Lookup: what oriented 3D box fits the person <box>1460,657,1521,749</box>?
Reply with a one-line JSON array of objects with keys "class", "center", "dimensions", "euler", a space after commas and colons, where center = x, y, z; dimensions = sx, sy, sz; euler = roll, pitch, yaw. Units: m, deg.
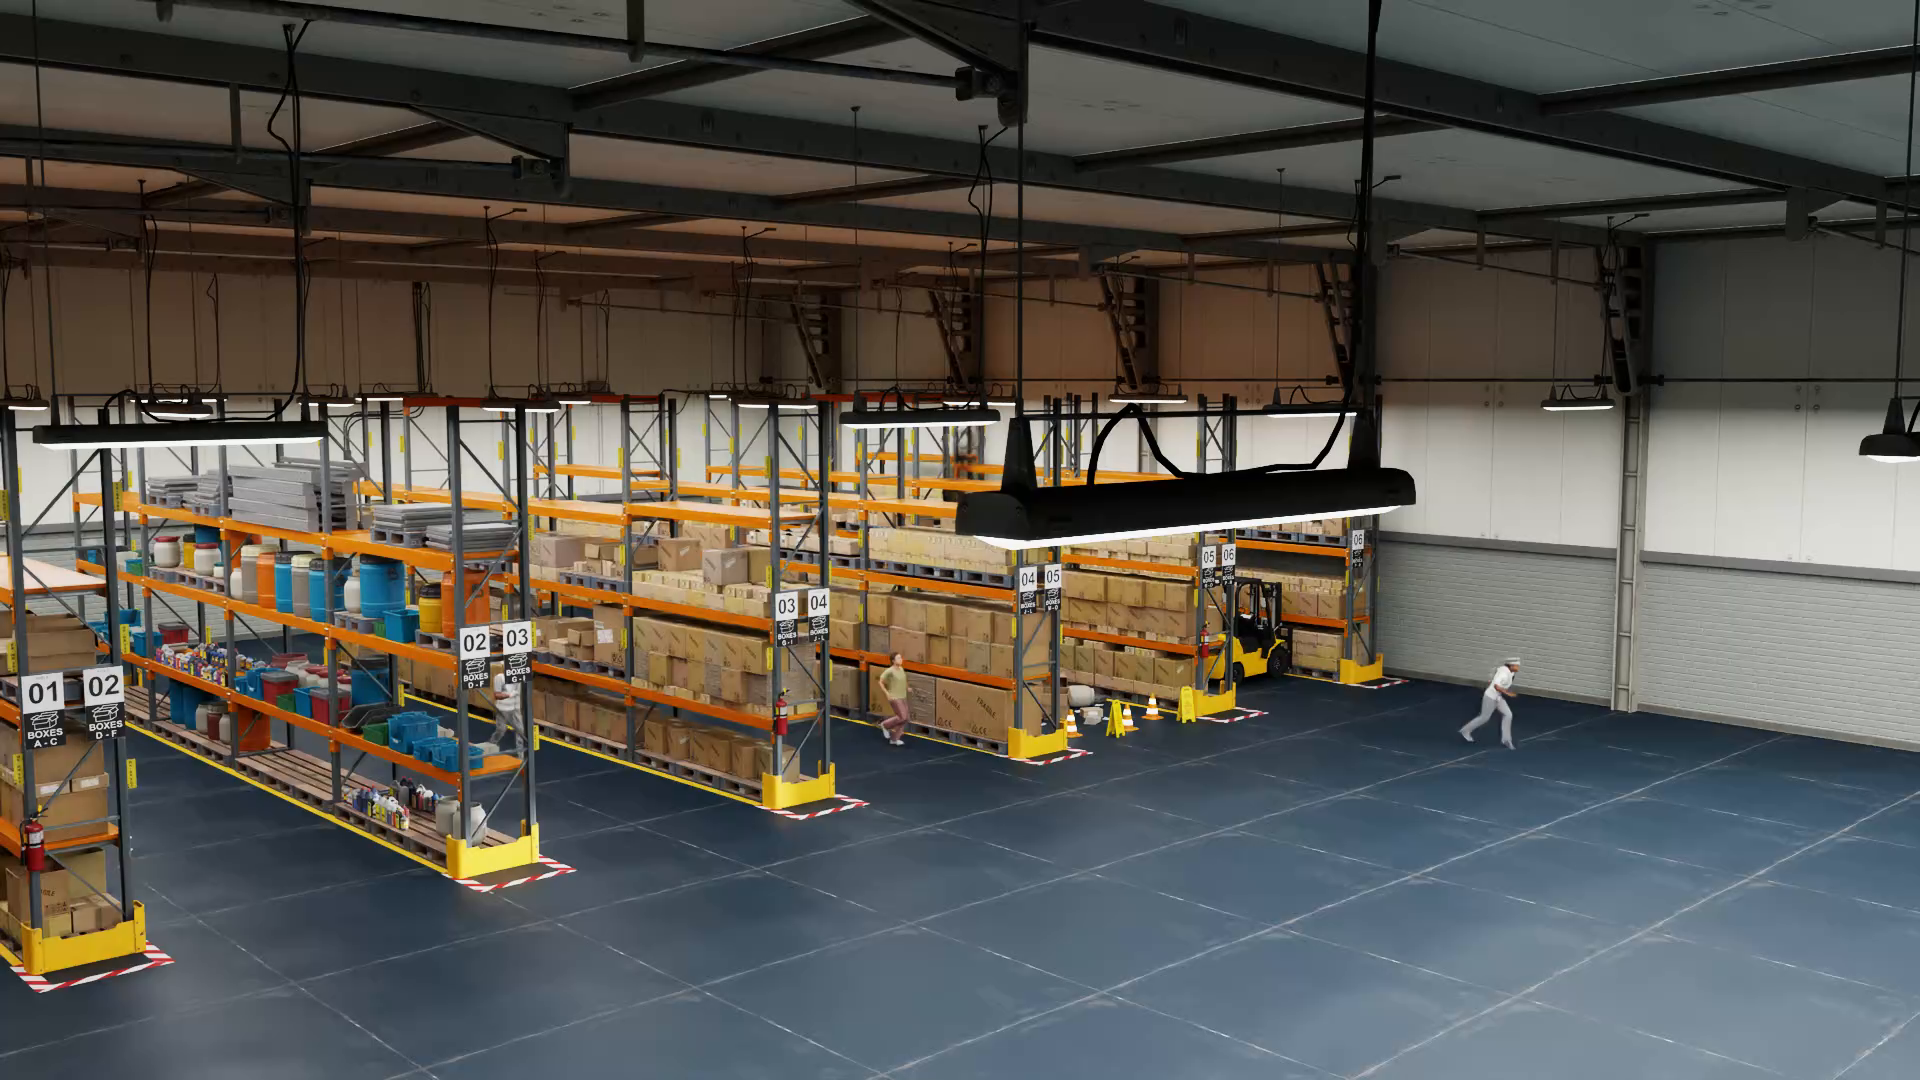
[{"class": "person", "center": [9.166, 2.796, 28.740], "dimensions": [0.986, 1.624, 0.617], "euler": [3, 6, 28]}]

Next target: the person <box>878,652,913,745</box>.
[{"class": "person", "center": [-1.083, 2.743, 28.771], "dimensions": [0.550, 1.623, 0.589], "euler": [4, 7, 37]}]

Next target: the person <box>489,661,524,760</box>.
[{"class": "person", "center": [-7.397, 2.788, 27.214], "dimensions": [0.930, 1.812, 0.672], "euler": [4, 7, 37]}]
